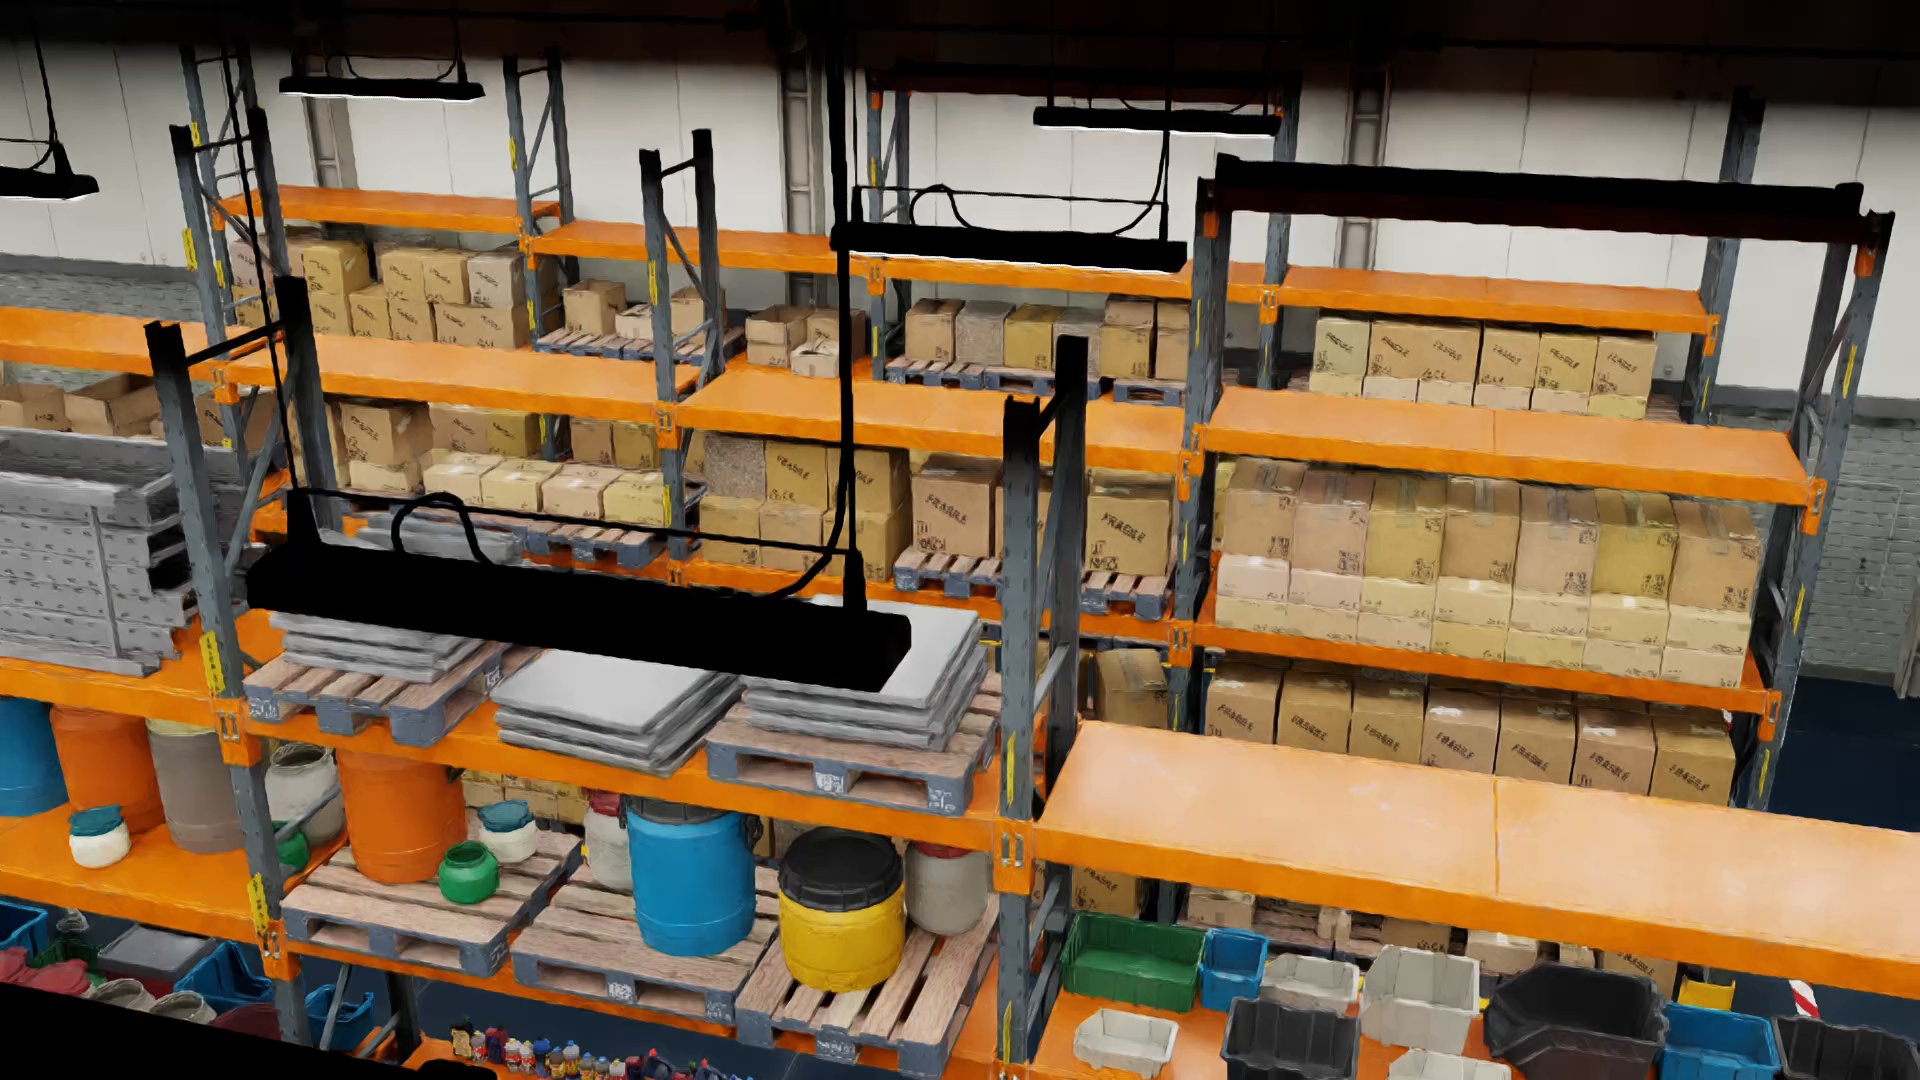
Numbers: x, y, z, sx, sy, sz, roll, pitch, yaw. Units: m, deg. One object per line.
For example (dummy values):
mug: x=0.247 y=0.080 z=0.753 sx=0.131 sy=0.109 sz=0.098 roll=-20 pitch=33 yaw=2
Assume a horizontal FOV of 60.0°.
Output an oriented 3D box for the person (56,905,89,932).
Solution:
person: x=-7.454 y=2.354 z=12.975 sx=1.075 sy=1.582 sz=0.498 roll=5 pitch=23 yaw=13
